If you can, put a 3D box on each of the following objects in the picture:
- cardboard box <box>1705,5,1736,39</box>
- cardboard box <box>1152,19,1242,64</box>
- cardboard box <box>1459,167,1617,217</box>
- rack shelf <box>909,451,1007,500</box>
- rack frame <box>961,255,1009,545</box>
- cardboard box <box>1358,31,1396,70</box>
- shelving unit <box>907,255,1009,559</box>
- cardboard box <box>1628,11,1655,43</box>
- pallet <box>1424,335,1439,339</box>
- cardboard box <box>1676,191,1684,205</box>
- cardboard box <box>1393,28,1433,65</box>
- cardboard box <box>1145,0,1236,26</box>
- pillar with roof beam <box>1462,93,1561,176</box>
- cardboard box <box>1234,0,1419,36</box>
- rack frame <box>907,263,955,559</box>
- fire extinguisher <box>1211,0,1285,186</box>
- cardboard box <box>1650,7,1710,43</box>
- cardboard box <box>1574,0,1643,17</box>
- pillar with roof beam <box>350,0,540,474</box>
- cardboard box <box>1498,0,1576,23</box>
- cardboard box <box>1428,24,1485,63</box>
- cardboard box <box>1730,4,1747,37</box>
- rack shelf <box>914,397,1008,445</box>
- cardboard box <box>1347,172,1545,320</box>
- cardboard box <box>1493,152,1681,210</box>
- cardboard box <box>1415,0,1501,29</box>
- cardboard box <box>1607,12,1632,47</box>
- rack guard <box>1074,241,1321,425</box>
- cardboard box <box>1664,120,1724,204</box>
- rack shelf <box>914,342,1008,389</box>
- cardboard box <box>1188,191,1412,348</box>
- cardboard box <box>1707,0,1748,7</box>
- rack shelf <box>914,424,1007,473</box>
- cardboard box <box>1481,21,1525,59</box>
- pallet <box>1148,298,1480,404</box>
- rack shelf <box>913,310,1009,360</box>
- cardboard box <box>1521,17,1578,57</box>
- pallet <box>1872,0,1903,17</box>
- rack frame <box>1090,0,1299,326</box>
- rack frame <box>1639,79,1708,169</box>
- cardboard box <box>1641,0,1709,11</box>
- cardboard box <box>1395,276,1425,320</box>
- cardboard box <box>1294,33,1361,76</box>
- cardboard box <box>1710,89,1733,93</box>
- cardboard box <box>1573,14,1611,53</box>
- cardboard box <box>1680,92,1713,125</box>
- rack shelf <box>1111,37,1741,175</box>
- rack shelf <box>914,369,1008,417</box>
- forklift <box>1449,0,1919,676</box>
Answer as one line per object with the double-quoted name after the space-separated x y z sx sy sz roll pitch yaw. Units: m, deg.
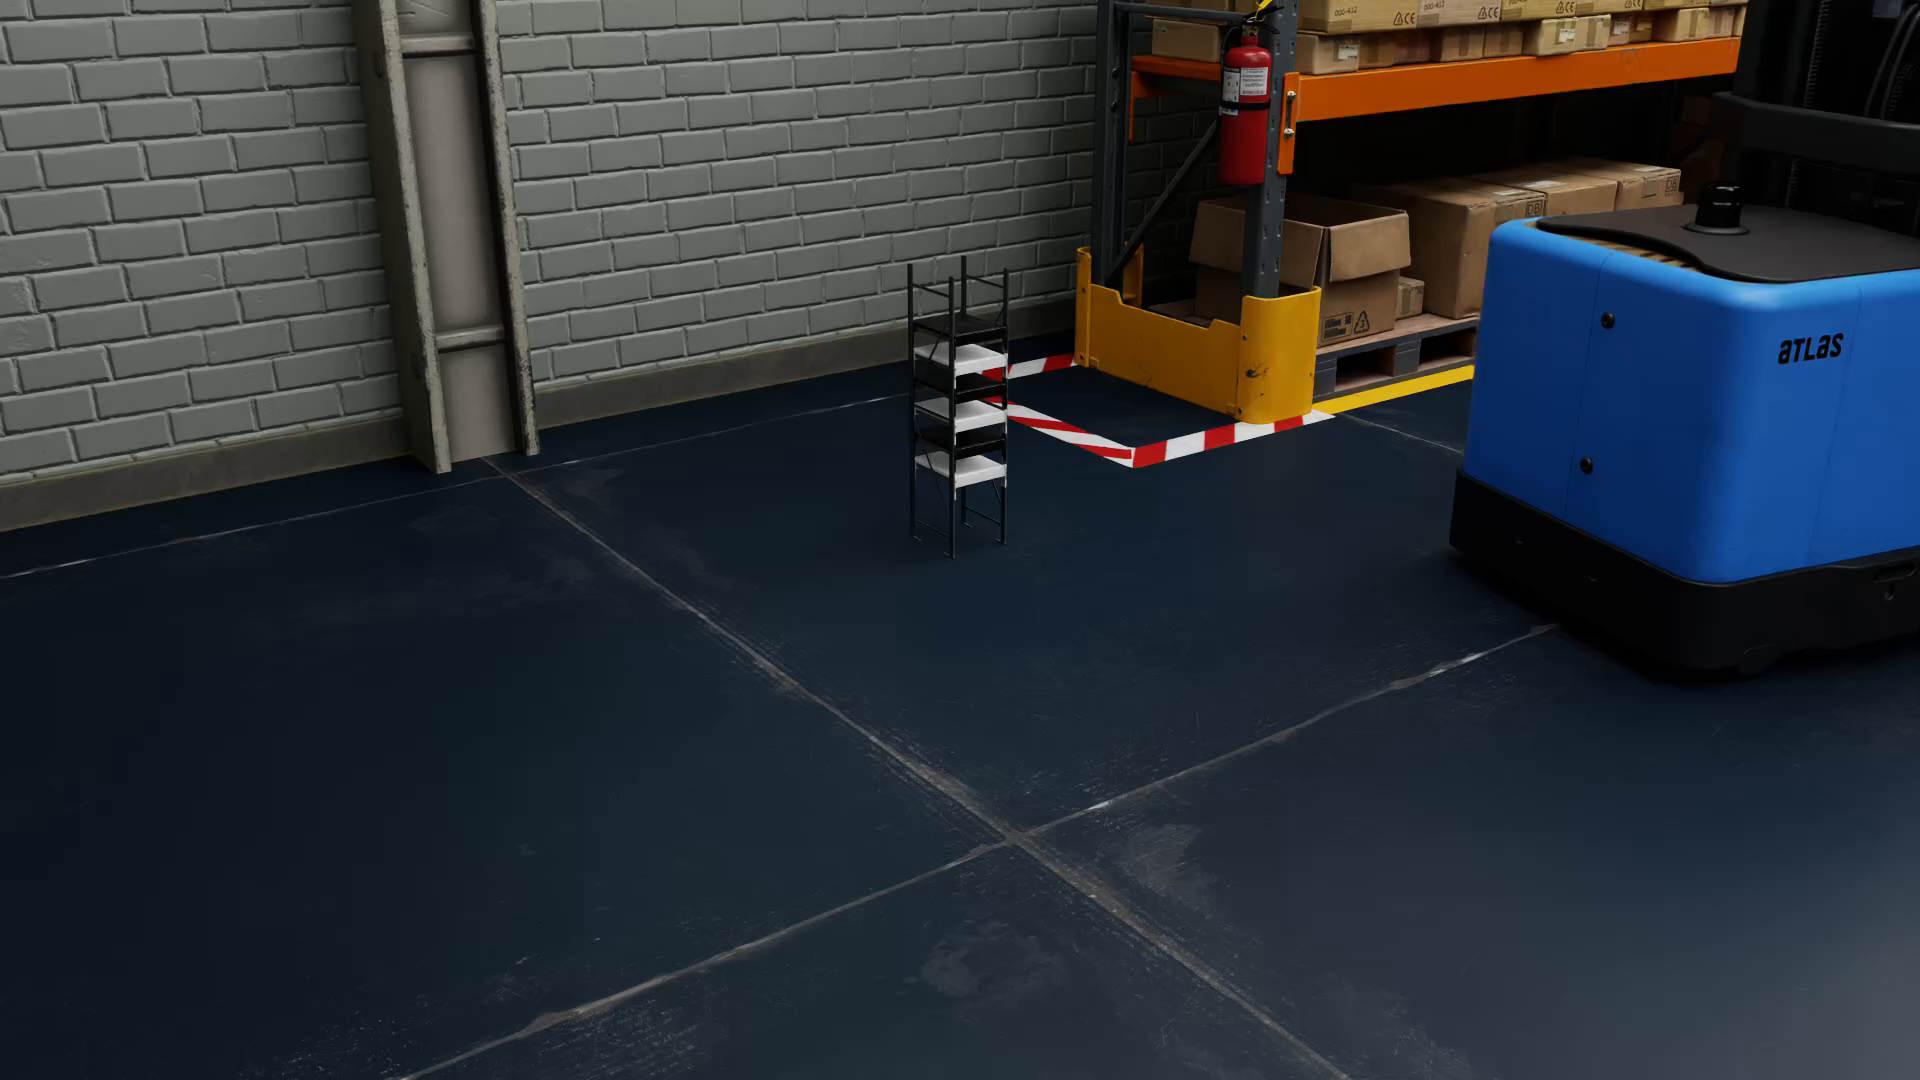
3.411 -2.462 7.858 0.250 0.149 0.380 -14 26 -31 "cardboard box"
1.012 -2.069 6.872 0.250 0.149 0.380 -15 26 -33 "cardboard box"
2.655 -1.428 7.735 0.500 0.500 0.500 -14 26 -32 "cardboard box"
-0.007 -0.218 5.304 0.200 0.077 0.258 -15 26 -33 "rack shelf"
0.076 -0.438 5.280 0.006 0.900 0.240 -15 26 -33 "rack frame"
1.506 -1.974 6.634 0.250 0.149 0.380 -14 26 -32 "cardboard box"
-0.007 -0.416 5.225 0.210 0.900 0.258 -15 26 -33 "shelving unit"
2.945 -2.376 7.642 0.250 0.149 0.380 -14 26 -32 "cardboard box"
2.597 -1.189 8.093 1.213 0.211 1.003 -15 26 -33 "pallet"
3.472 -1.773 8.853 0.500 0.311 0.500 -14 26 -31 "cardboard box"
1.699 -2.041 6.803 0.250 0.149 0.380 -15 26 -34 "cardboard box"
1.118 -2.281 6.866 0.500 0.250 0.500 -14 26 -31 "cardboard box"
5.569 -4.510 4.557 0.400 9.000 9.100 -15 26 -33 "pillar with roof beam"
1.425 -2.118 6.459 0.500 0.250 0.500 -15 26 -33 "cardboard box"
-0.089 -0.394 5.170 0.006 0.900 0.240 -15 26 -33 "rack frame"
1.050 -1.653 6.099 0.183 0.674 0.296 -15 26 -33 "fire extinguisher"
3.220 -2.398 7.698 0.250 0.149 0.380 -15 26 -34 "cardboard box"
2.646 -2.455 7.304 0.500 0.250 0.500 -16 27 -34 "cardboard box"
0.699 -3.212 1.303 0.400 9.000 9.100 -15 26 -33 "pillar with roof beam"
2.244 -2.338 7.010 0.500 0.250 0.500 -16 26 -34 "cardboard box"
1.940 -2.077 6.894 0.250 0.149 0.380 -14 26 -31 "cardboard box"
3.640 -2.511 7.979 0.250 0.149 0.380 -14 26 -31 "cardboard box"
-0.007 -0.385 5.238 0.200 0.077 0.258 -15 26 -33 "rack shelf"
2.168 -1.344 7.523 0.500 0.500 0.700 -14 26 -31 "cardboard box"
3.011 -1.569 8.087 0.500 0.500 0.700 -16 27 -35 "cardboard box"
1.834 -2.228 6.733 0.500 0.250 0.500 -15 26 -32 "cardboard box"
2.772 -2.308 7.473 0.250 0.149 0.380 -15 26 -33 "cardboard box"
0.961 -0.888 6.948 0.348 0.500 1.175 -15 26 -33 "rack guard"
4.372 -2.128 9.488 0.500 0.500 0.500 -15 26 -33 "cardboard box"
-0.007 -0.552 5.171 0.200 0.077 0.258 -15 26 -33 "rack shelf"
1.451 -1.172 7.089 0.637 0.503 0.797 -16 27 -35 "cardboard box"
3.477 -2.671 7.843 0.500 0.250 0.500 -15 26 -33 "cardboard box"
-0.007 -0.302 5.271 0.200 0.077 0.258 -15 26 -33 "rack shelf"
2.152 -2.137 7.042 0.250 0.149 0.380 -14 26 -32 "cardboard box"
1.608 -0.927 7.435 1.213 0.211 1.003 -15 26 -33 "pallet"
-0.007 -0.636 5.137 0.200 0.077 0.258 -15 26 -33 "rack shelf"
2.401 -2.169 7.123 0.250 0.149 0.380 -16 27 -34 "cardboard box"
4.859 -2.950 9.000 1.213 0.211 1.003 -15 26 -33 "pallet"
0.899 -2.033 6.443 0.127 3.000 1.000 -15 26 -33 "rack frame"
4.146 -2.899 8.613 0.127 3.000 1.000 -15 26 -33 "rack frame"
3.065 -2.567 7.582 0.500 0.250 0.500 -15 26 -33 "cardboard box"
1.819 -1.088 7.355 0.250 0.149 0.380 -16 27 -35 "cardboard box"
1.326 -1.905 6.461 0.250 0.149 0.380 -15 26 -33 "cardboard box"
4.487 -2.459 9.442 0.250 0.149 0.380 -15 26 -33 "cardboard box"
2.603 -2.232 7.281 0.250 0.149 0.380 -14 26 -32 "cardboard box"
4.277 -2.400 9.295 0.250 0.149 0.380 -16 27 -35 "cardboard box"
2.523 -2.132 7.662 4.000 0.370 1.077 -15 26 -33 "rack shelf"
-0.007 -0.469 5.204 0.200 0.077 0.258 -15 26 -33 "rack shelf"
3.089 -1.337 4.792 3.031 2.935 1.130 -9 23 -21 "forklift"
